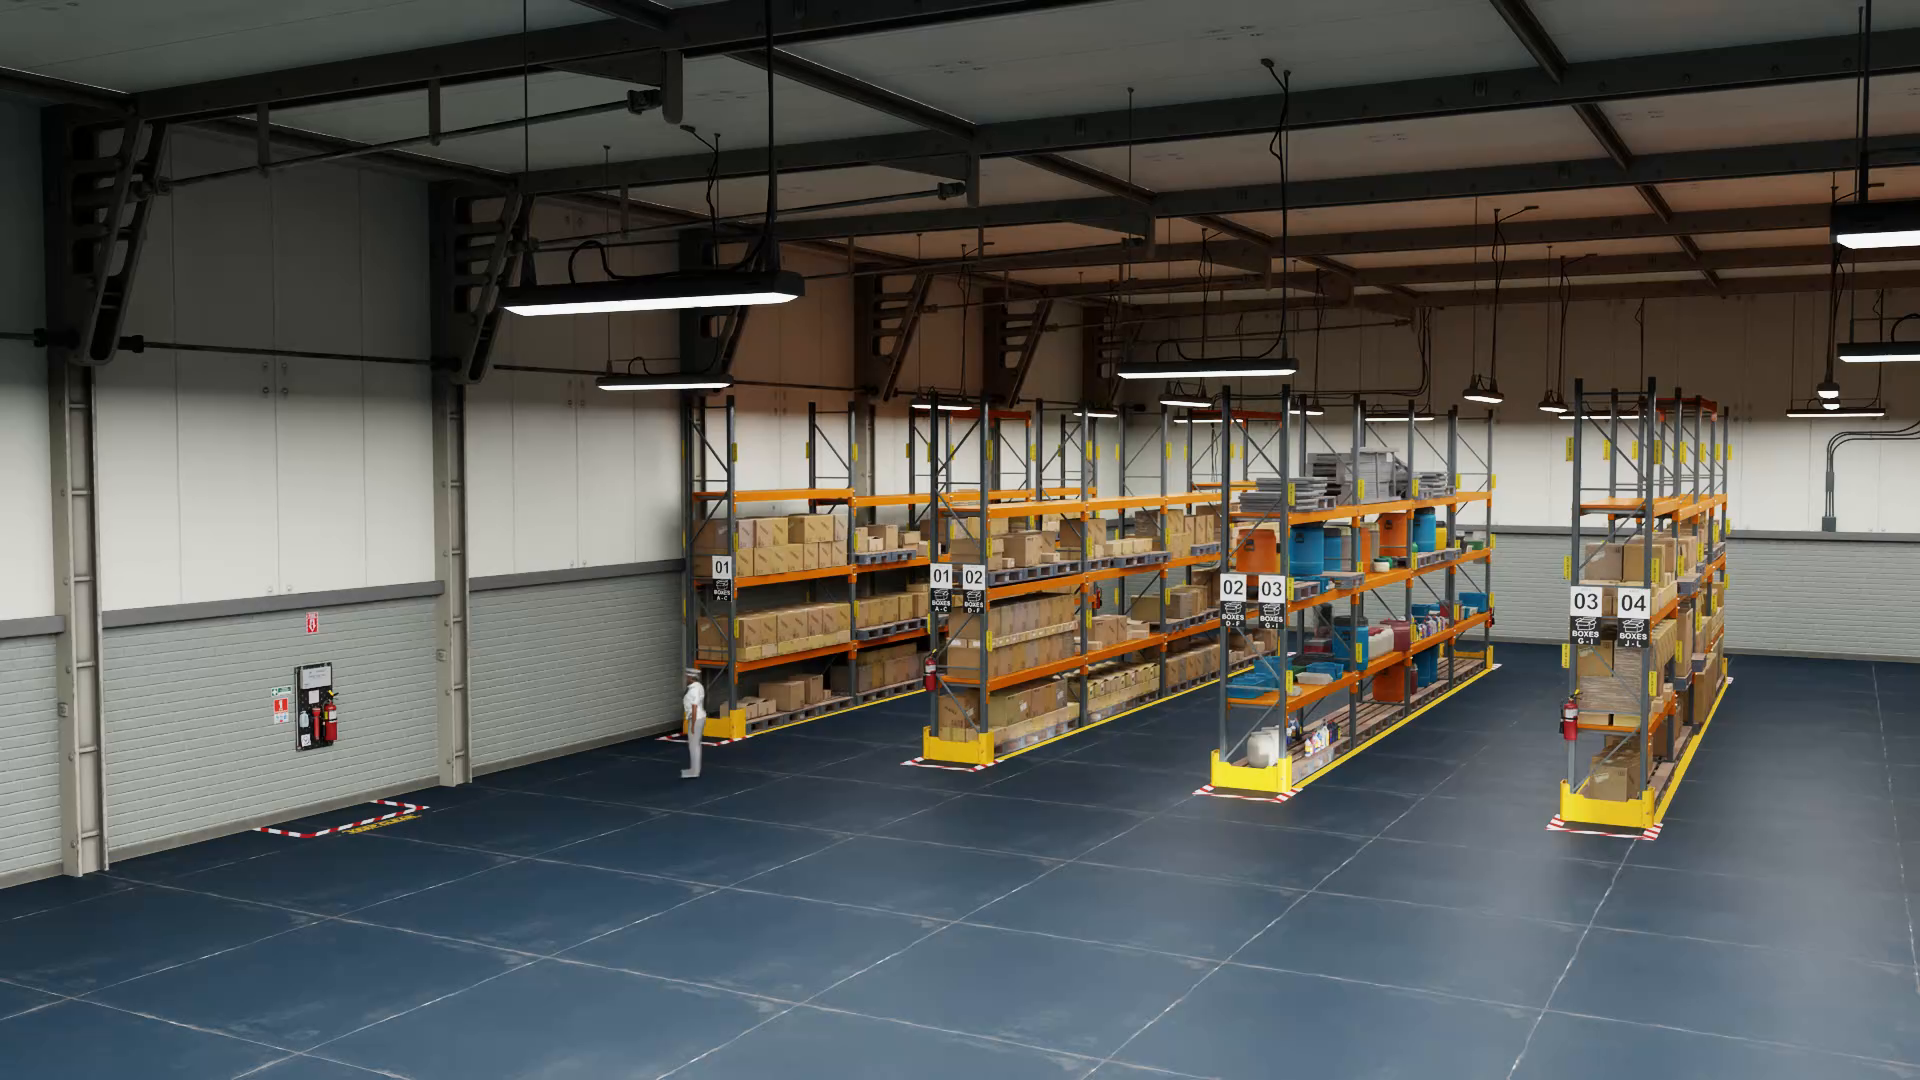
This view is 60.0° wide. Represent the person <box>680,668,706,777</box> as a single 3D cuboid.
[{"bbox_3d":[-4.134,2.808,25.683,0.409,1.674,0.486,0,3,-4],"label":"person"}]

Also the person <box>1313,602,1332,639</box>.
[{"bbox_3d":[8.497,2.088,38.967,0.568,1.731,0.396,-2,4,-38],"label":"person"}]
